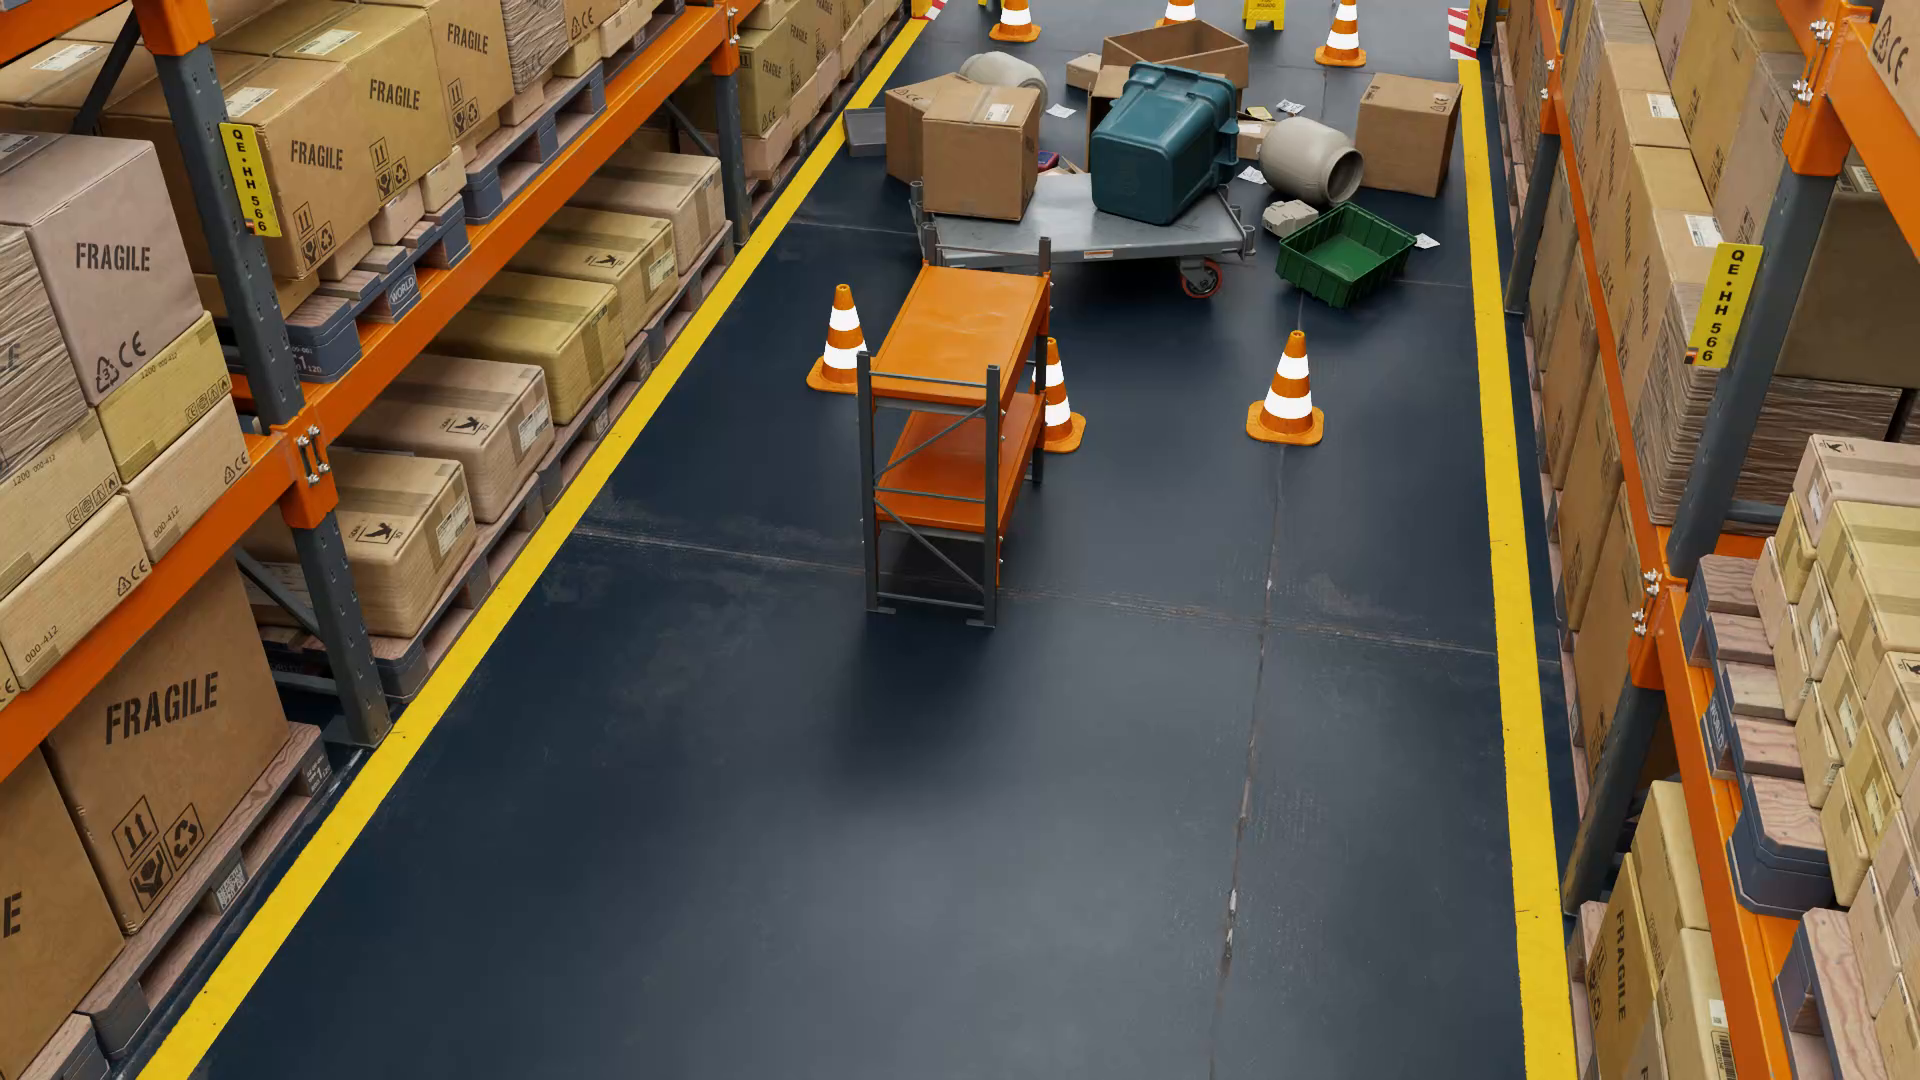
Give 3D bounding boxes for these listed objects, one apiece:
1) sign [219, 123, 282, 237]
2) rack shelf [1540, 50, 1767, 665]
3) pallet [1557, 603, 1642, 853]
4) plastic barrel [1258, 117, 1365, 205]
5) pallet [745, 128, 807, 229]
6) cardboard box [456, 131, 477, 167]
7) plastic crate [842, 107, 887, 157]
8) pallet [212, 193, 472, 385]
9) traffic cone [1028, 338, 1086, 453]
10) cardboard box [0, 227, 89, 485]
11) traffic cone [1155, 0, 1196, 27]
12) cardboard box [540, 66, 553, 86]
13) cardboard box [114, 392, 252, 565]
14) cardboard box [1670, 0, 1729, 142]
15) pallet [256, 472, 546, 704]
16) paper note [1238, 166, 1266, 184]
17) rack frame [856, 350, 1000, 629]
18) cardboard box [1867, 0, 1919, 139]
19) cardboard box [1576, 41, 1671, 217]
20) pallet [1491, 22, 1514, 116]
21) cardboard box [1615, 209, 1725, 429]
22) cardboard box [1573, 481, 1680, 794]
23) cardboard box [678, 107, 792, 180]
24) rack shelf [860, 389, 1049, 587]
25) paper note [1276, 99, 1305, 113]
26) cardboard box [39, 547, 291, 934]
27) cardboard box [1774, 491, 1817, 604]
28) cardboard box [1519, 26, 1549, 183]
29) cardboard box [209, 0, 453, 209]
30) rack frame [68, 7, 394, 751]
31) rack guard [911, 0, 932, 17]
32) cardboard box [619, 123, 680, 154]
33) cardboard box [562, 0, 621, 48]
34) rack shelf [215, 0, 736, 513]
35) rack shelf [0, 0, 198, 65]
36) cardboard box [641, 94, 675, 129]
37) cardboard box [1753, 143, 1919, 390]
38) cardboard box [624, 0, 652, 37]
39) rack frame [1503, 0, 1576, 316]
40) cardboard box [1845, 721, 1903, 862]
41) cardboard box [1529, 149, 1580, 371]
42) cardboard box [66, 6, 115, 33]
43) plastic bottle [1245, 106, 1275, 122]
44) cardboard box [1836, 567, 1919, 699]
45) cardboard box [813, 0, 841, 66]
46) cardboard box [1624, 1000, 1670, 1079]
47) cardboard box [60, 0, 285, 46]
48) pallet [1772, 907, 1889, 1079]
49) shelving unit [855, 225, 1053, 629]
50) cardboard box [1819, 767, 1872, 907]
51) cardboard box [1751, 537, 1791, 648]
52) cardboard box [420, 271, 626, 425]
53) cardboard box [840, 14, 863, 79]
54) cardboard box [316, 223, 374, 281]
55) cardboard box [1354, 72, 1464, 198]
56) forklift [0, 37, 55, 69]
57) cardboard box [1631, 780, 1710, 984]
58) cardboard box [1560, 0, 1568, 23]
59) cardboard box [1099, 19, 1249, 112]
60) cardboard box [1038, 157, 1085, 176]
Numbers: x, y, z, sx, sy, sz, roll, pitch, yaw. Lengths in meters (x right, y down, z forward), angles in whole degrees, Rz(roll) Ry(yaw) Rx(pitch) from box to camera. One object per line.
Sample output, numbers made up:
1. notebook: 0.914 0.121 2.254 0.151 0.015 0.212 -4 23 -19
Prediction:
1. sign: -1.948 -0.985 4.567 0.100 0.325 0.005 7 37 10
2. rack shelf: 2.794 -0.877 6.017 1.077 0.370 4.000 7 37 10
3. pallet: 2.609 0.665 5.653 1.003 0.211 1.213 7 37 10
4. plastic barrel: 1.965 -2.114 9.307 0.421 0.421 0.512 -24 42 -30
5. pallet: -1.527 -2.138 9.520 1.003 0.211 1.213 7 37 10
6. cardboard box: -1.989 -1.428 6.020 0.380 0.149 0.250 9 37 13
7. plastic crate: -0.500 -2.492 10.121 0.402 0.080 0.583 -5 36 -6
8. pallet: -2.443 -0.928 5.638 1.213 0.211 1.003 7 37 10
9. traffic cone: 0.382 -0.672 7.283 0.336 0.463 0.334 7 37 10
10. cardboard box: -2.447 -0.405 3.816 0.500 0.500 0.500 8 37 11
11. traffic cone: 1.543 -3.791 11.586 0.336 0.463 0.334 7 37 10
12. cardboard box: -1.865 -1.895 6.665 0.380 0.149 0.250 6 36 8
13. cardboard box: -2.345 -0.201 4.599 0.500 0.250 0.500 6 36 8
14. cardboard box: 2.795 -1.601 5.465 0.700 0.500 0.500 7 37 10
15. pallet: -2.322 0.097 6.436 1.003 0.211 1.213 7 37 10
16. paper note: 1.723 -2.117 9.652 0.172 0.023 0.155 20 41 26
17. rack frame: -0.110 -0.160 6.012 0.500 1.125 0.032 7 37 10
18. cardboard box: 1.985 -0.983 2.908 0.500 0.500 0.500 7 37 10
19. cardboard box: 2.629 -1.512 6.194 0.500 0.500 0.500 7 37 10
20. pallet: 3.981 -3.011 10.724 1.003 0.211 1.213 7 37 10
21. cardboard box: 2.308 -0.640 4.991 0.500 0.500 0.500 7 37 10
22. cardboard box: 2.585 0.381 5.227 1.050 0.750 0.750 7 36 9
23. cardboard box: -1.246 -2.238 9.268 0.500 0.250 0.500 6 36 8
24. rack shelf: -0.001 -0.254 6.558 0.538 0.278 1.000 7 37 10
25. paper note: 2.091 -2.743 10.510 0.144 0.017 0.142 20 41 26
26. cardboard box: -2.719 0.492 4.968 0.875 0.875 0.875 7 37 10
27. cardboard box: 2.067 0.041 3.739 0.380 0.149 0.250 9 37 12
28. cardboard box: 3.613 -2.494 9.087 0.875 0.875 0.875 8 37 10
29. cardboard box: -2.064 -1.444 5.489 0.500 0.500 0.500 9 37 12
30. rack frame: -2.491 -0.584 5.000 1.000 3.000 0.127 7 37 10
31. rack guard: -0.798 -4.115 12.002 1.175 0.500 0.348 7 37 10
32. cardboard box: -1.773 -2.307 9.362 0.500 0.250 0.500 9 37 12
33. cardboard box: -1.732 -2.335 6.719 0.500 0.500 0.500 9 37 12
34. rack shelf: -2.063 -1.439 6.793 1.077 0.370 4.000 7 37 10
35. rack shelf: -2.918 -0.361 2.749 1.077 0.370 4.000 7 37 10
36. cardboard box: -1.772 -2.611 9.142 0.500 0.500 0.500 7 36 9
37. cardboard box: 2.472 -0.723 4.254 0.700 0.500 0.500 7 37 10
38. cardboard box: -1.570 -2.315 7.244 0.380 0.149 0.250 7 36 9
39. rack frame: 3.221 -2.315 7.388 1.000 3.000 0.127 7 37 10
40. cardboard box: 1.904 0.495 3.113 0.380 0.149 0.250 7 37 10
41. cardboard box: 3.176 -1.207 7.418 1.050 0.750 0.750 7 37 10
42. cardboard box: -5.872 -3.380 10.842 0.500 0.250 0.500 8 37 11
43. plastic bottle: 1.865 -2.600 10.285 0.133 0.061 0.283 -5 36 -6
44. cardboard box: 1.967 0.204 3.261 0.380 0.149 0.250 7 37 10
45. cardboard box: -1.031 -3.148 9.883 0.500 0.500 0.500 9 37 12
46. cardboard box: 1.862 1.483 3.920 0.500 0.500 0.500 8 37 11
47. cardboard box: -2.565 -1.508 5.579 0.500 0.500 0.500 7 36 9
48. pallet: 1.984 1.196 2.707 1.003 0.211 1.213 7 37 10
49. shelving unit: -0.001 -0.452 6.415 0.538 1.125 1.048 7 37 10
50. cardboard box: 1.903 0.605 3.216 0.380 0.149 0.250 9 37 12
51. cardboard box: 2.074 0.141 3.855 0.380 0.149 0.250 7 36 9
52. cardboard box: -2.043 -0.871 7.277 0.950 0.372 0.625 8 37 12
53. cardboard box: -0.916 -3.133 10.503 0.500 0.250 0.500 6 36 8
54. cardboard box: -2.146 -0.973 5.393 0.380 0.149 0.250 5 36 7
55. cardboard box: 2.550 -2.322 9.526 0.500 0.500 0.500 14 38 18
56. forklift: -4.308 -2.231 7.330 1.130 2.935 3.031 7 37 10
57. cardboard box: 1.983 0.882 4.110 0.500 0.250 0.500 6 36 8
58. cardboard box: 3.288 -2.589 7.638 0.875 0.550 0.550 7 37 10
59. cardboard box: 1.316 -2.835 10.233 0.797 0.503 0.637 -17 39 -22
60. cardboard box: 0.634 -1.968 9.240 0.258 0.266 0.396 -17 39 -22
